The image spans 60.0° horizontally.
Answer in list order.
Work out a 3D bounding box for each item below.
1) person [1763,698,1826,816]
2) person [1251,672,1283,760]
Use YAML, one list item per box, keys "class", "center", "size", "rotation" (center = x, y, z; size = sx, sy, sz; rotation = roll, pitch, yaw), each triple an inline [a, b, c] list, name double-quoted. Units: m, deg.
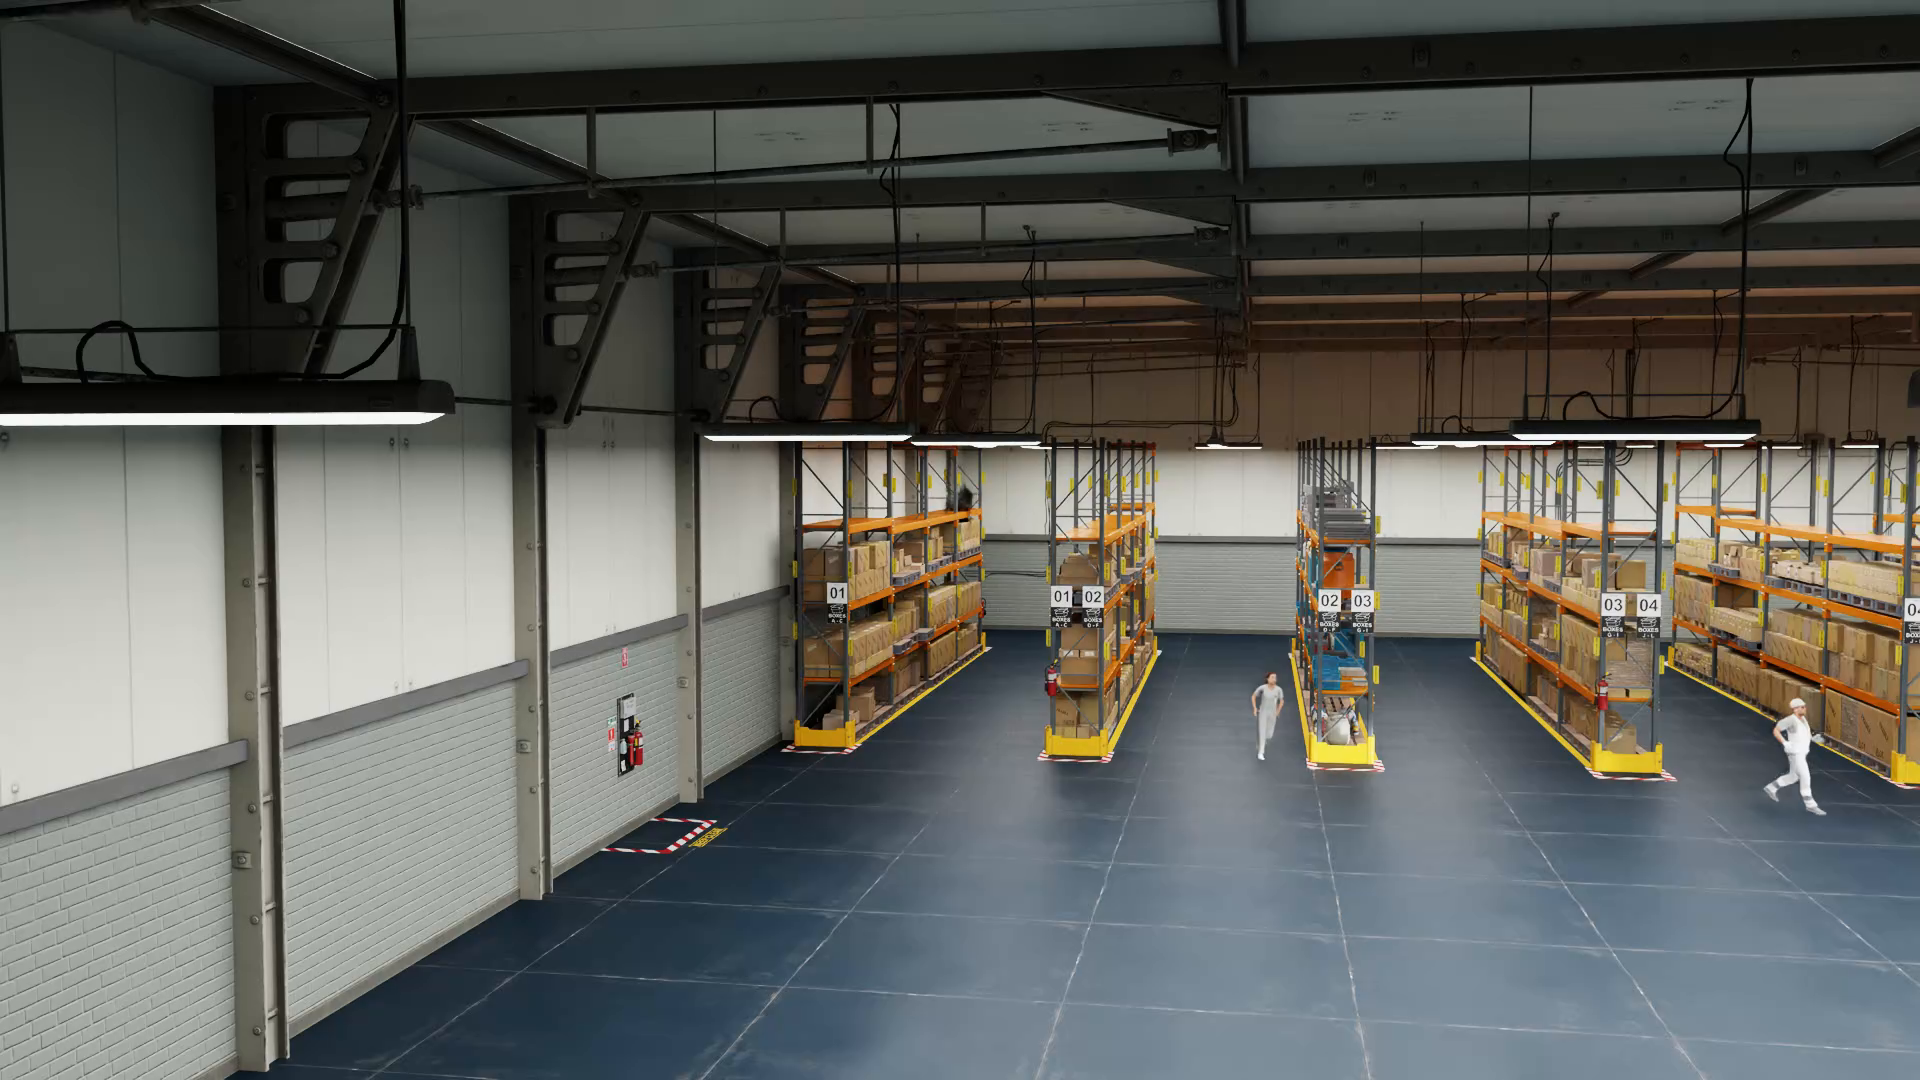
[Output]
- class: "person"
  center: [13.301, 3.413, 26.466]
  size: [0.654, 1.796, 0.993]
  rotation: [-3, 4, -43]
- class: "person"
  center: [5.772, 3.282, 31.229]
  size: [0.604, 1.631, 0.656]
  rotation: [0, 3, -1]
